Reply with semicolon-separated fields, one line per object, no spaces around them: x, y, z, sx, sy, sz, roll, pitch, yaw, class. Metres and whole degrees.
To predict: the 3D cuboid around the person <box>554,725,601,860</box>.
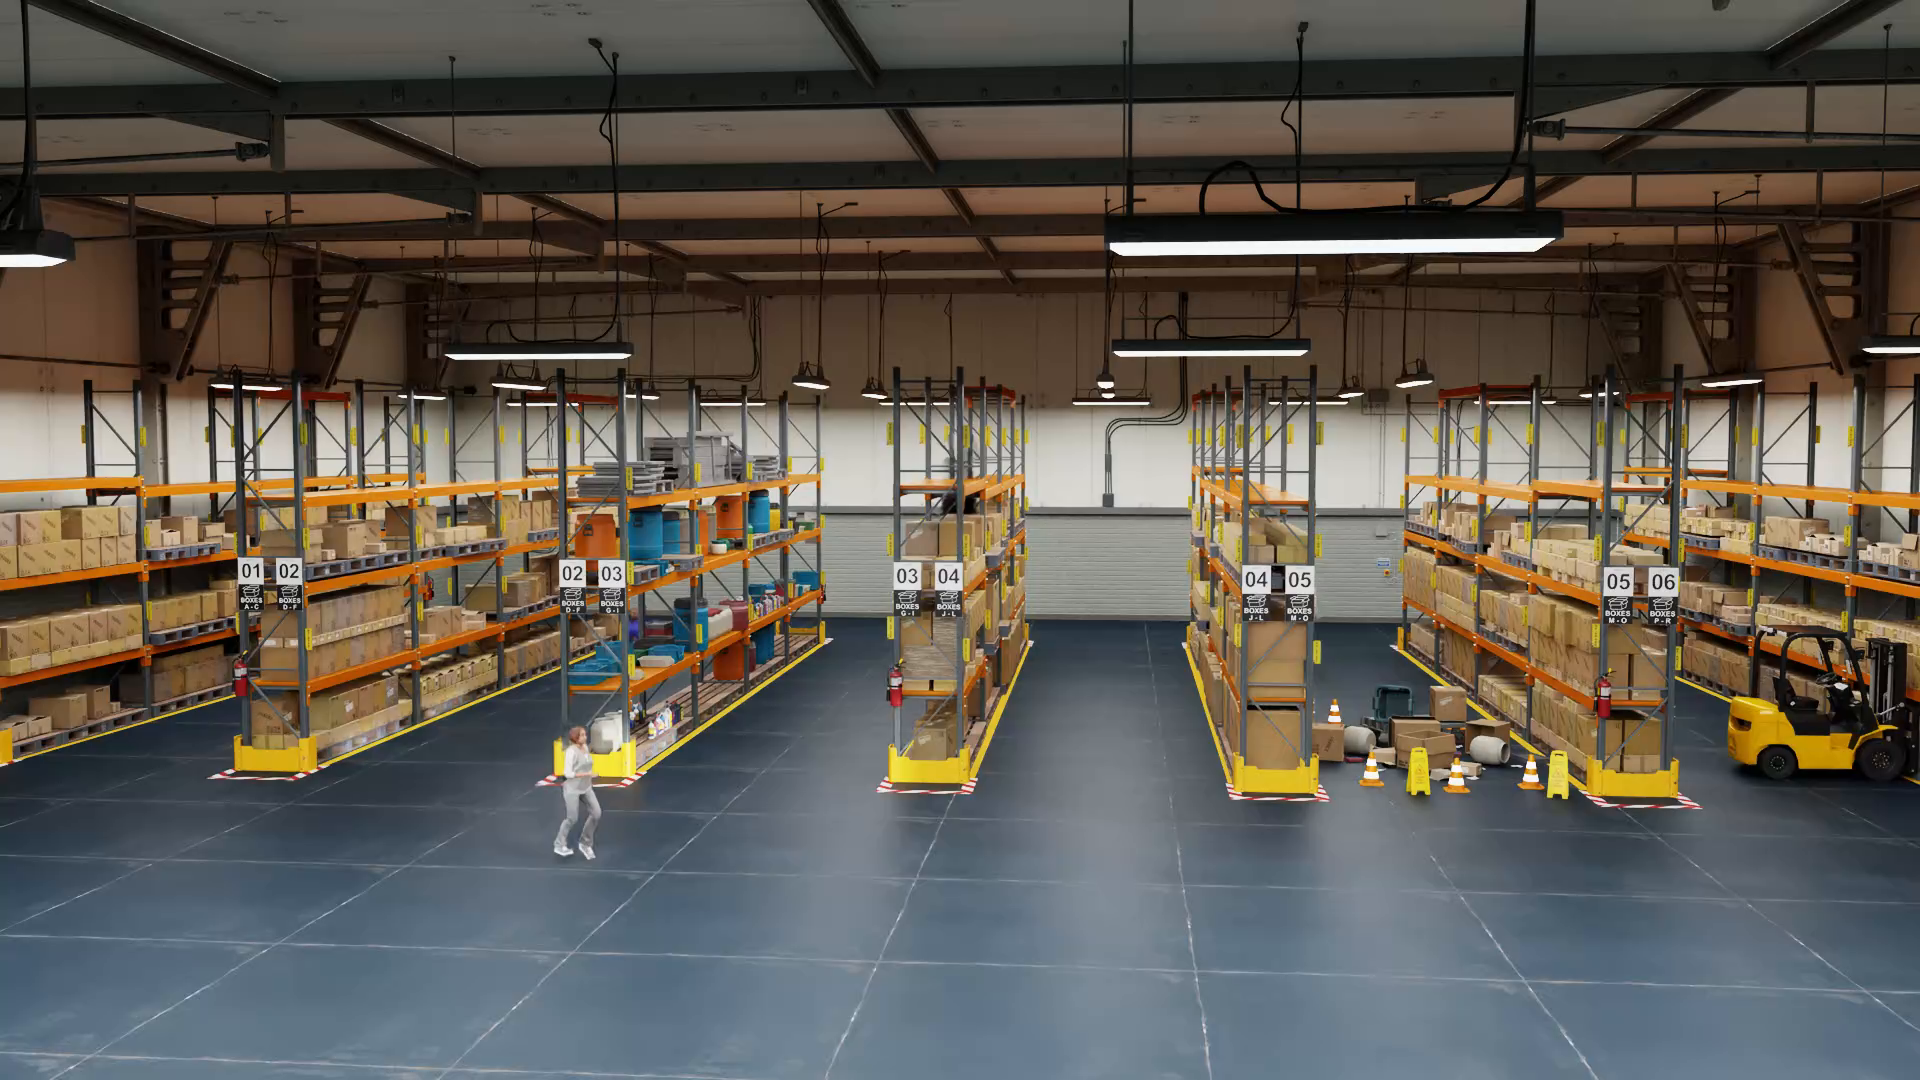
-4.496;2.993;19.630;0.711;1.625;0.490;2;4;29;person

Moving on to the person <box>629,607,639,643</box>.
-6.412;2.154;32.607;0.548;1.657;0.674;0;4;2;person
